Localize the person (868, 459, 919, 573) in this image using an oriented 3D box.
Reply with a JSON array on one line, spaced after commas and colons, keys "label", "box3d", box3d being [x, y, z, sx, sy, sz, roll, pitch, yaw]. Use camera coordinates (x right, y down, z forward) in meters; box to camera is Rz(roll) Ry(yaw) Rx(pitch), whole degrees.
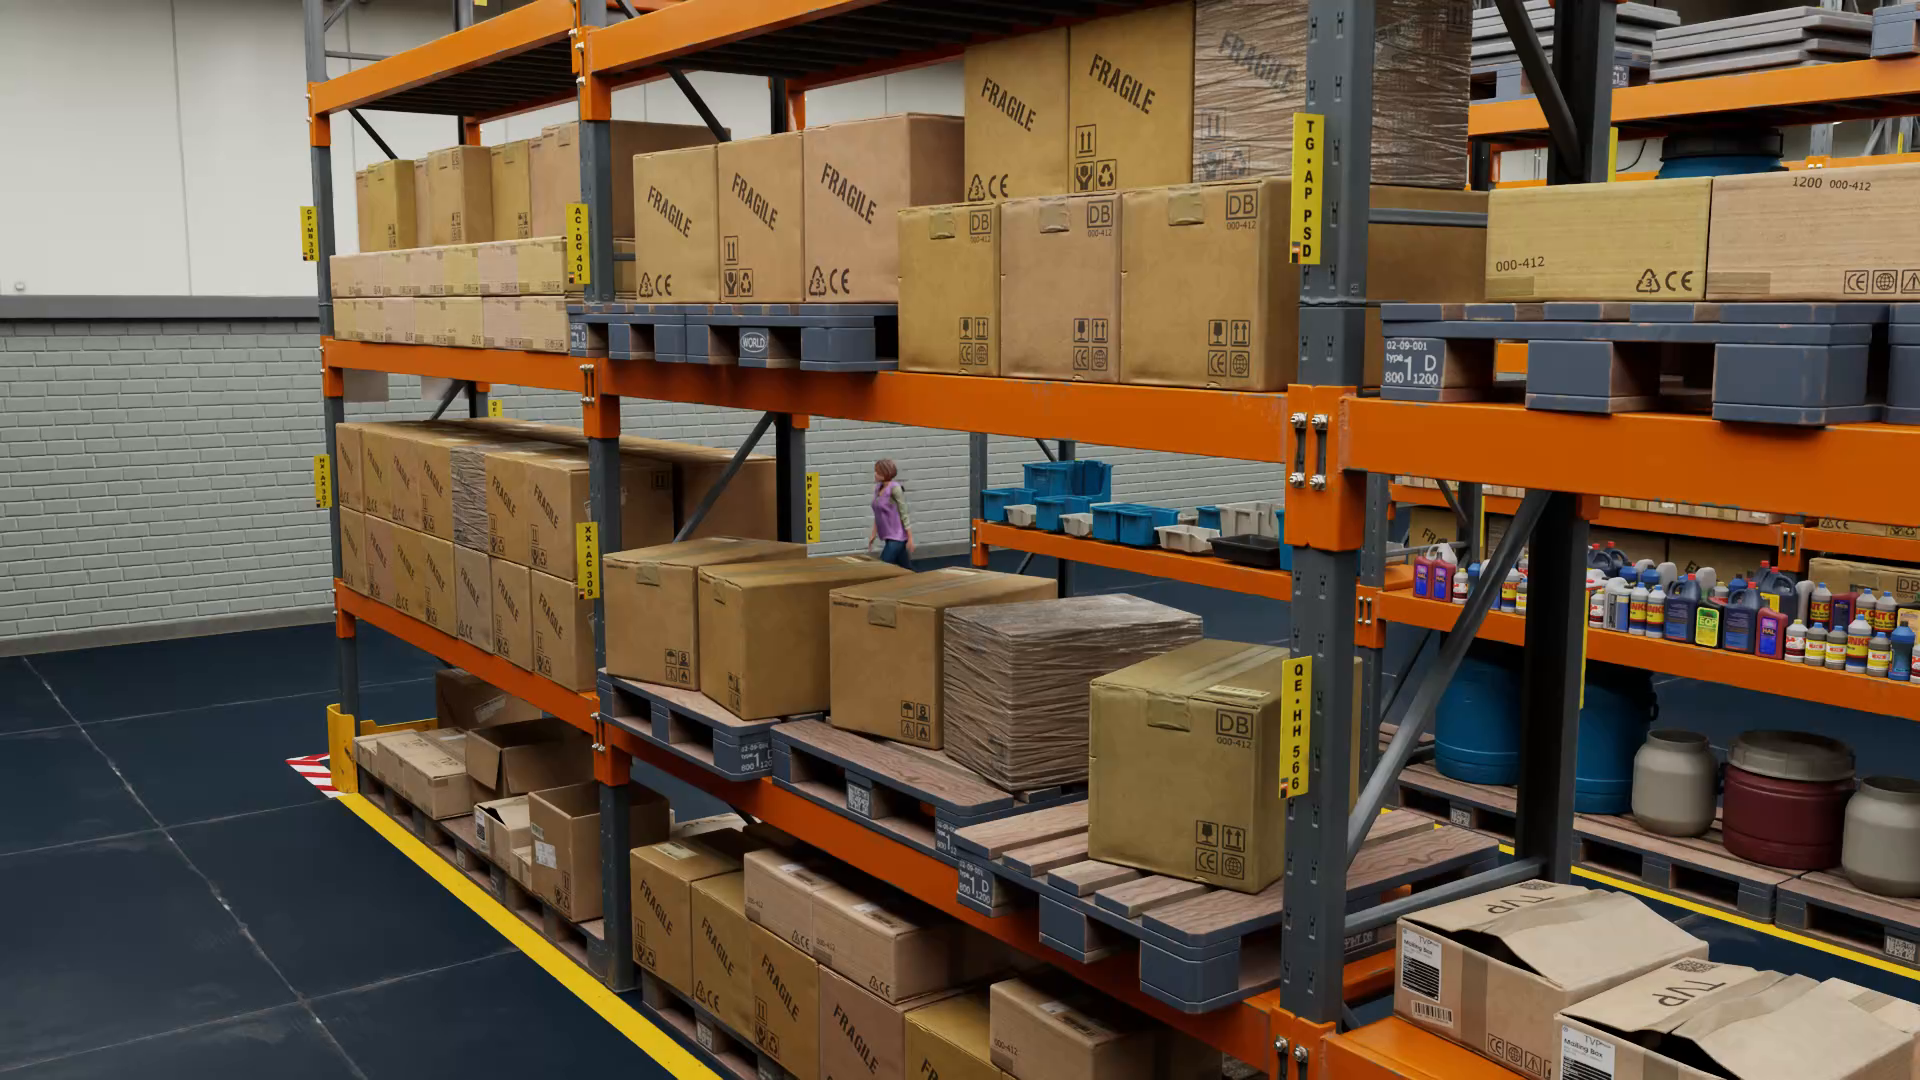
[{"label": "person", "box3d": [-0.692, -0.007, 15.986, 0.954, 1.498, 0.443, -3, 9, -23]}]
